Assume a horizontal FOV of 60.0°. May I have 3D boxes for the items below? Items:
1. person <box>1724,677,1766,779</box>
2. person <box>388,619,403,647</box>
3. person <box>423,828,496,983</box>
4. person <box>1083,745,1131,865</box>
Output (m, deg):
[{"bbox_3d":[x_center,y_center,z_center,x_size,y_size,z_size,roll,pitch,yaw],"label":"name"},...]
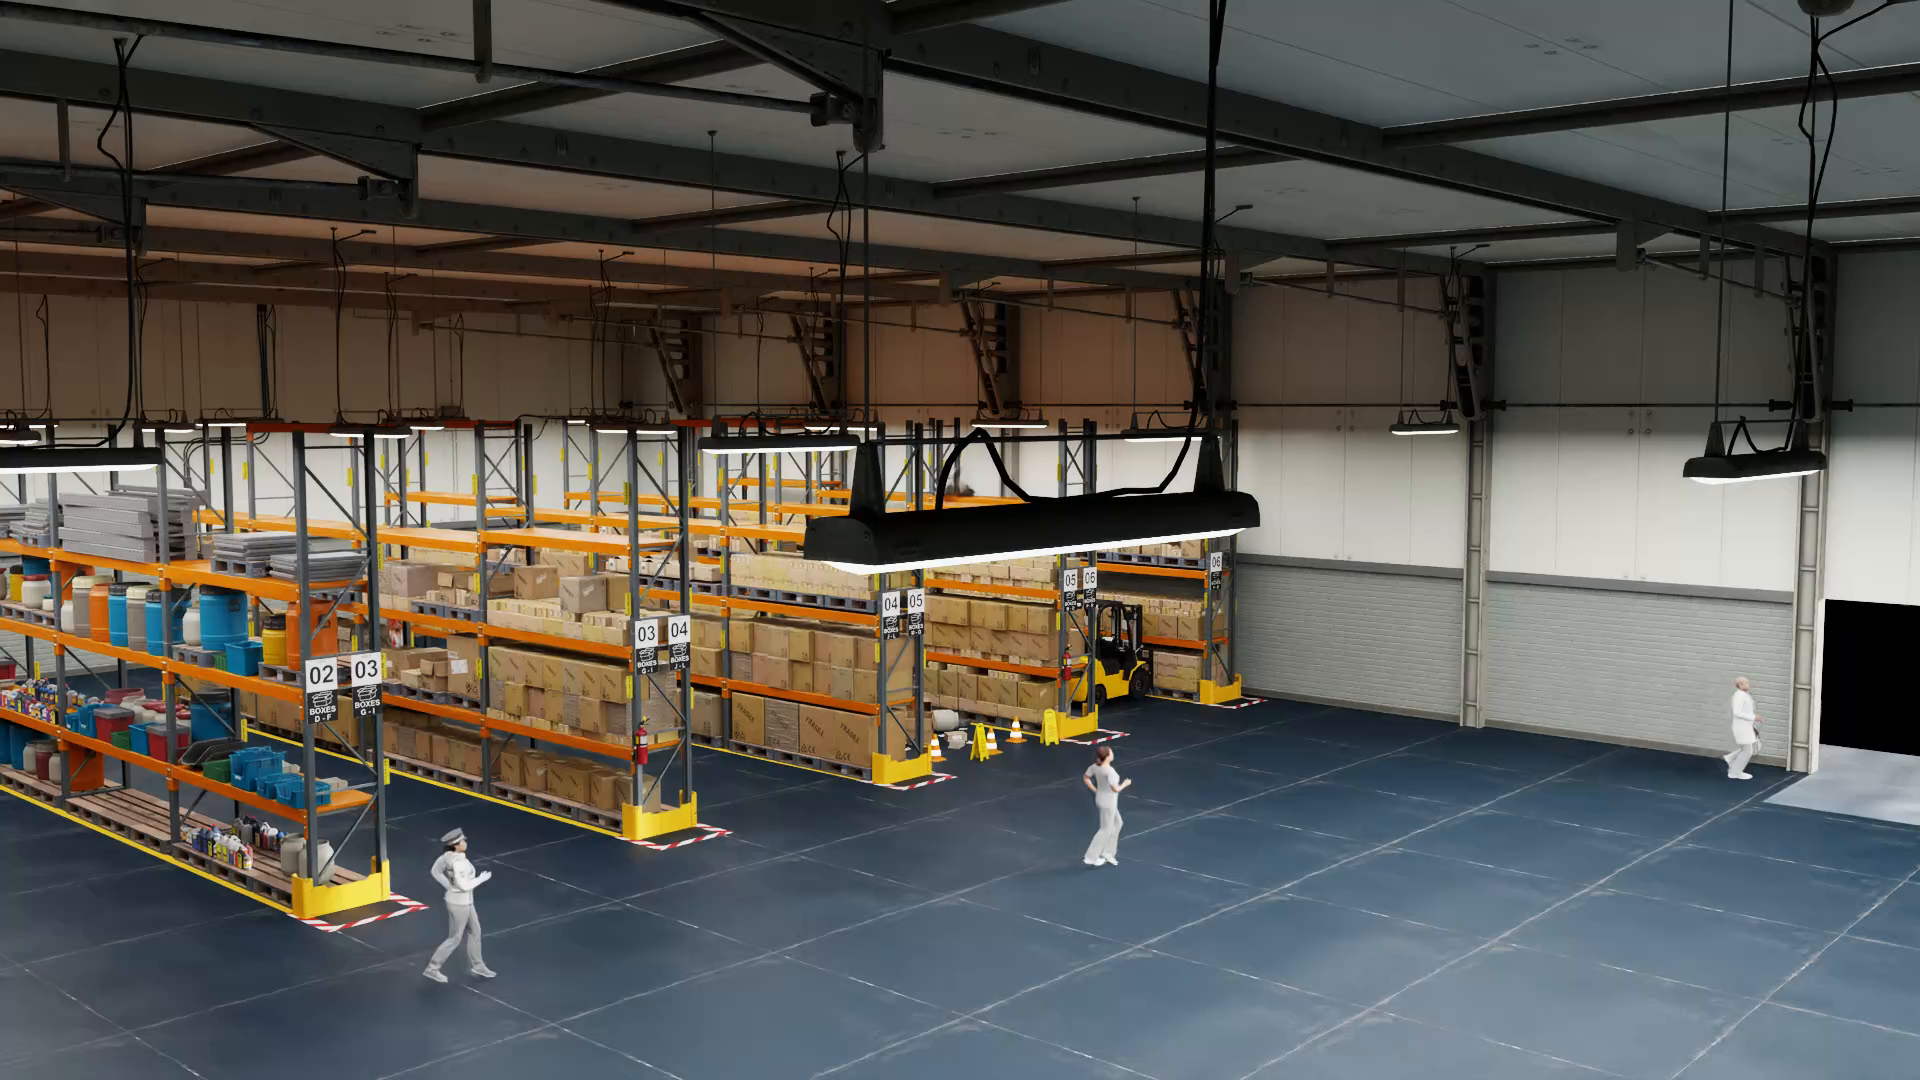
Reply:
[{"bbox_3d":[13.254,3.167,28.048,0.649,1.730,0.702,3,6,32],"label":"person"},{"bbox_3d":[-12.053,2.540,35.804,0.693,1.740,0.661,-4,6,-42],"label":"person"},{"bbox_3d":[-5.466,3.987,18.114,0.785,1.730,0.600,-2,5,-23],"label":"person"},{"bbox_3d":[2.000,3.642,22.718,0.691,1.705,0.544,-2,5,-20],"label":"person"}]
